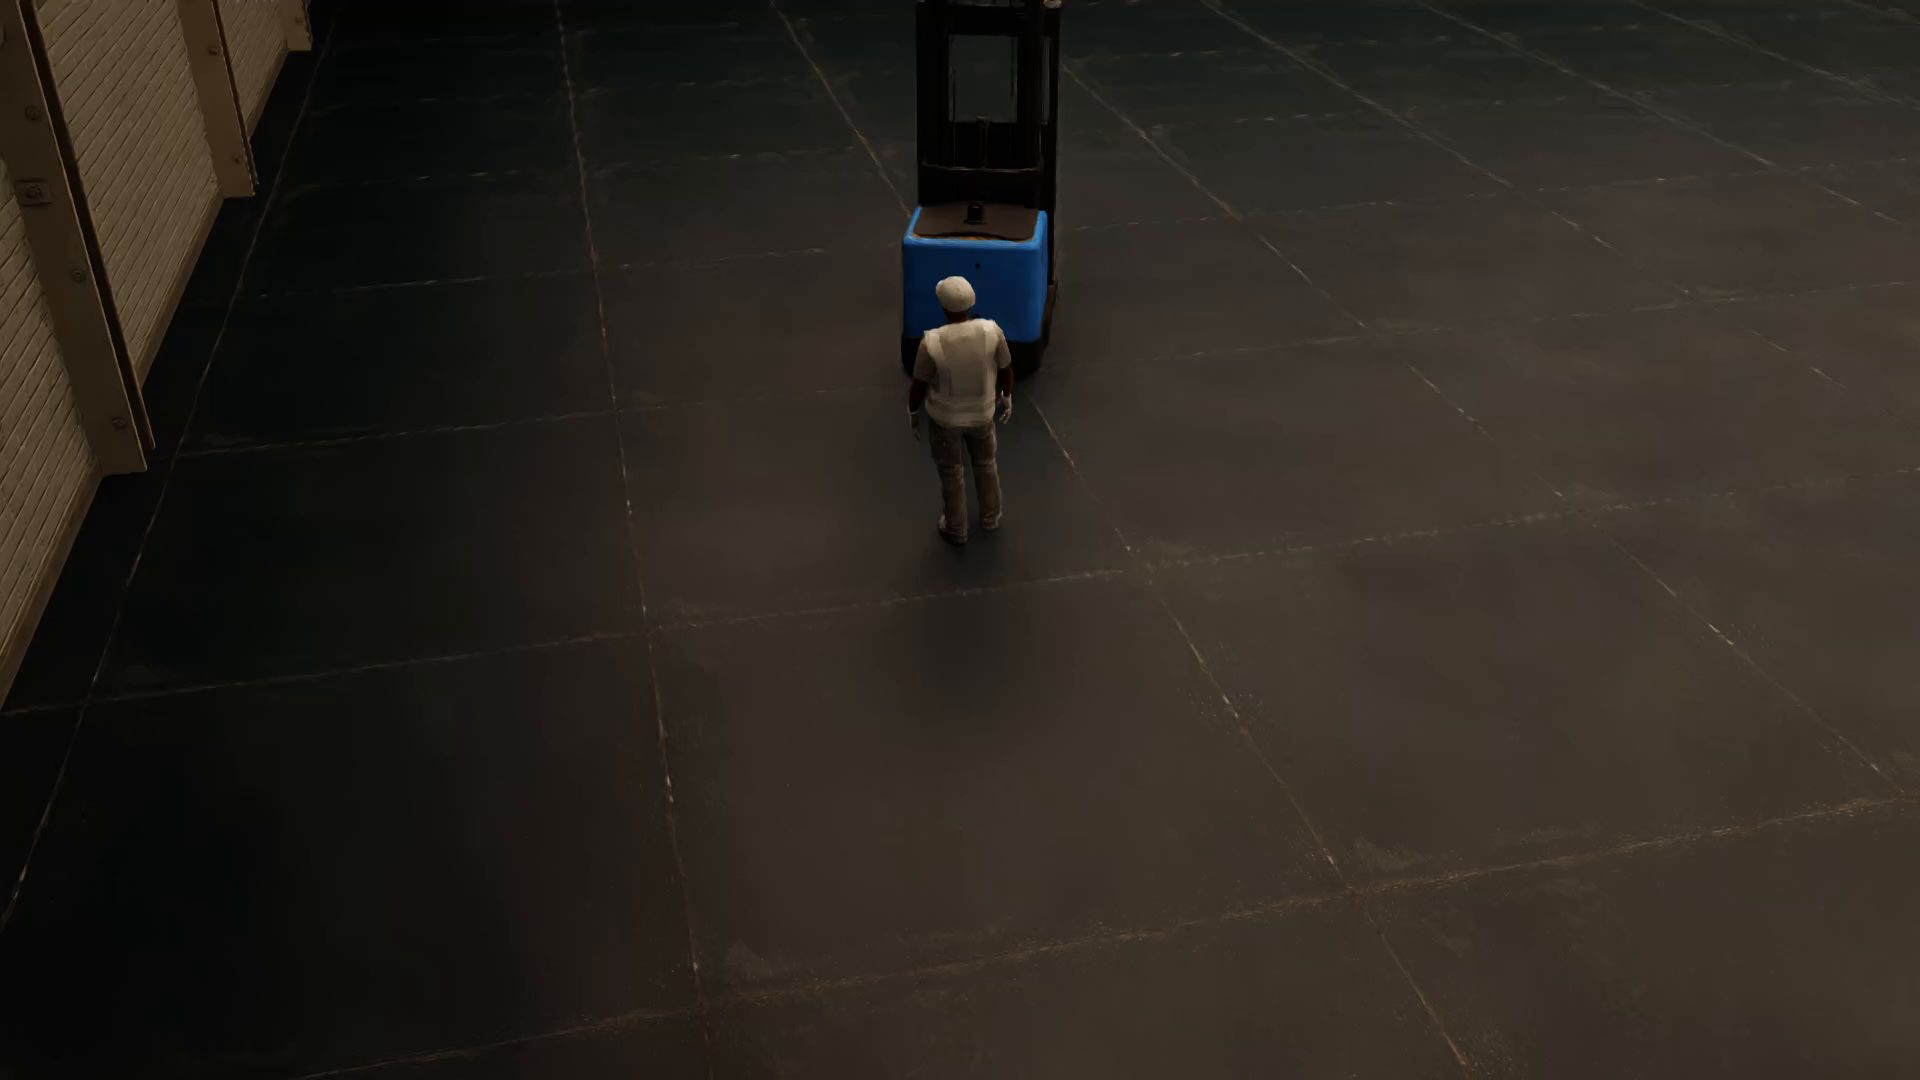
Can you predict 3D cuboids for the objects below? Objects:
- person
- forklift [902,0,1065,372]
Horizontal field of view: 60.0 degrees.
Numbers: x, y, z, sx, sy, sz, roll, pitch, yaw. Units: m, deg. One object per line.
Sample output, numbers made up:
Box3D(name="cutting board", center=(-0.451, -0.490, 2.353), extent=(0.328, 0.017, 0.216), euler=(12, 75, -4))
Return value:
Box3D(name="person", center=(-0.009, -0.814, 10.112), extent=(0.655, 1.782, 0.576), euler=(-7, 31, -12))
Box3D(name="forklift", center=(0.238, -3.253, 13.193), extent=(1.130, 2.935, 3.031), euler=(3, 30, 6))
